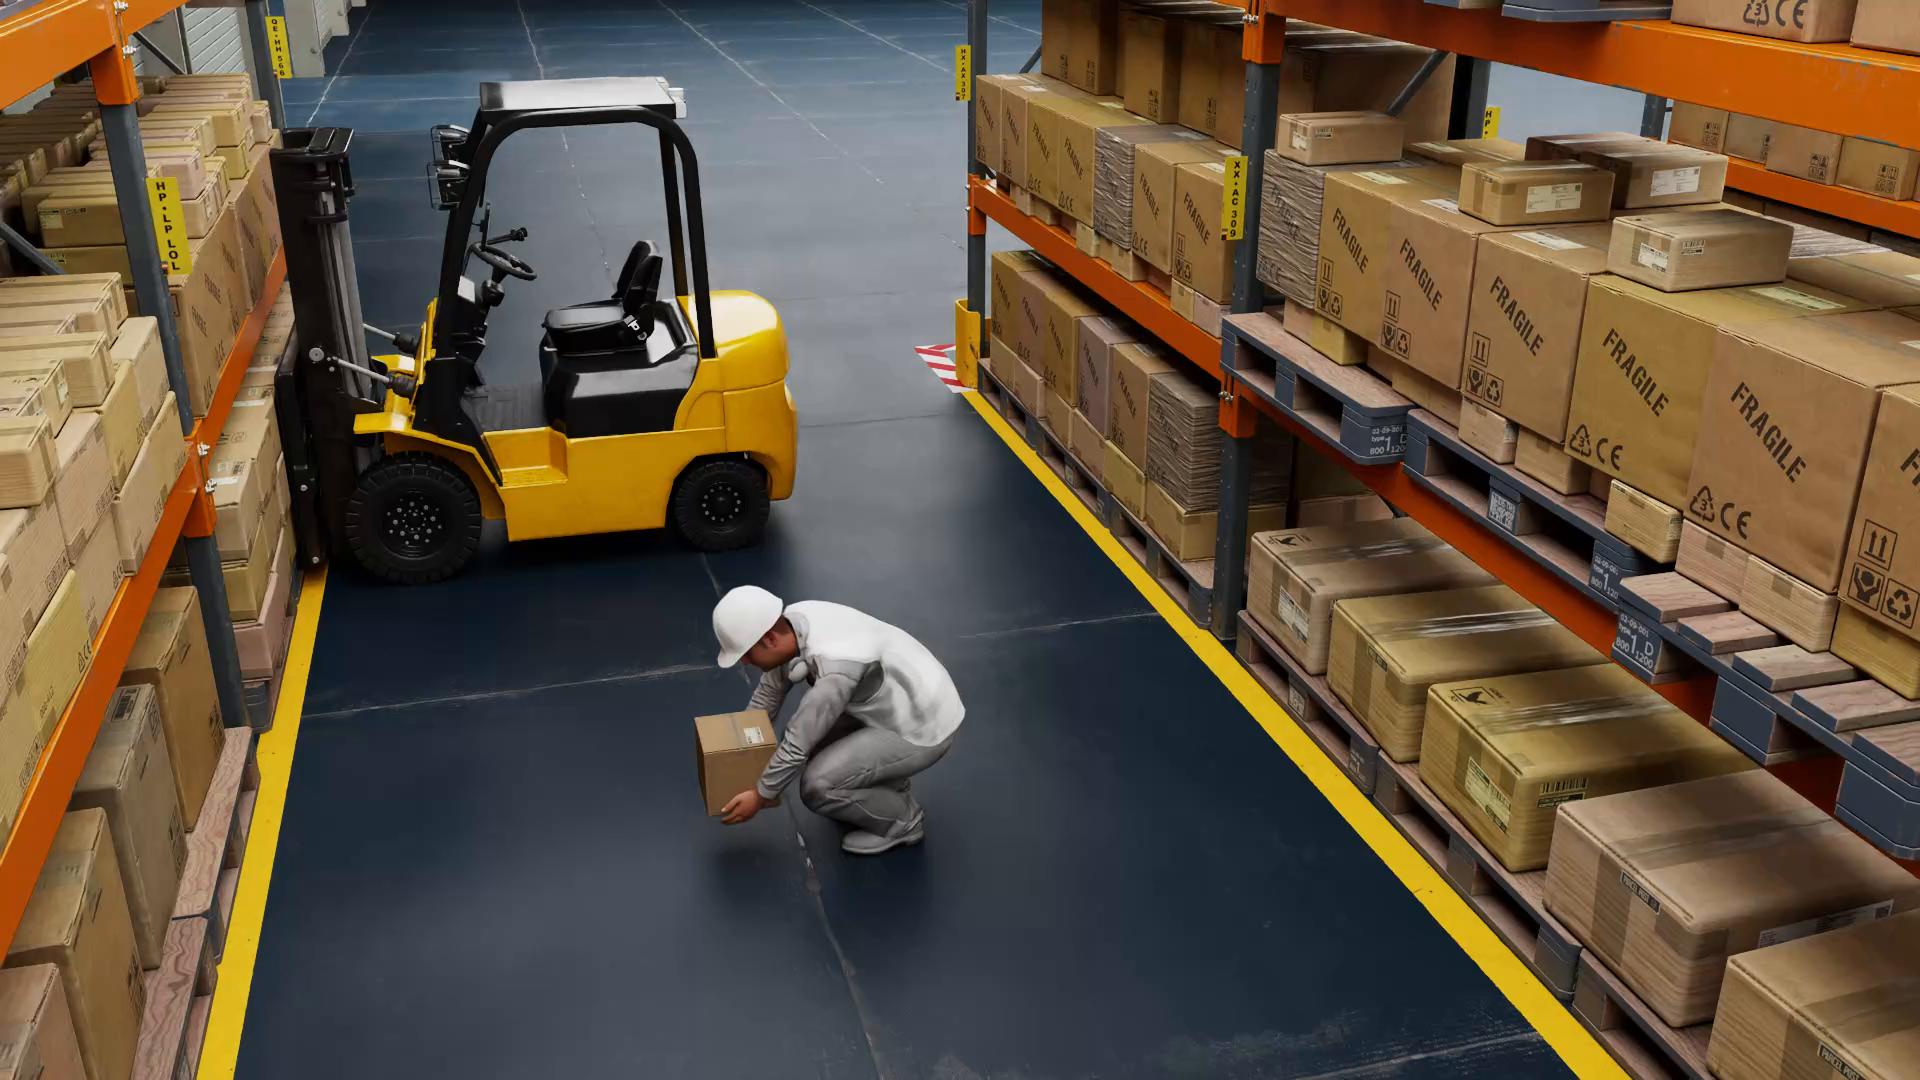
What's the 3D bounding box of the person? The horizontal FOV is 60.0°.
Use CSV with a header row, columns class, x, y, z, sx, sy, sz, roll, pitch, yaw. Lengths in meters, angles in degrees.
class,x,y,z,sx,sy,sz,roll,pitch,yaw
person,-0.425,0.572,5.702,0.873,1.005,0.537,-6,24,-14
